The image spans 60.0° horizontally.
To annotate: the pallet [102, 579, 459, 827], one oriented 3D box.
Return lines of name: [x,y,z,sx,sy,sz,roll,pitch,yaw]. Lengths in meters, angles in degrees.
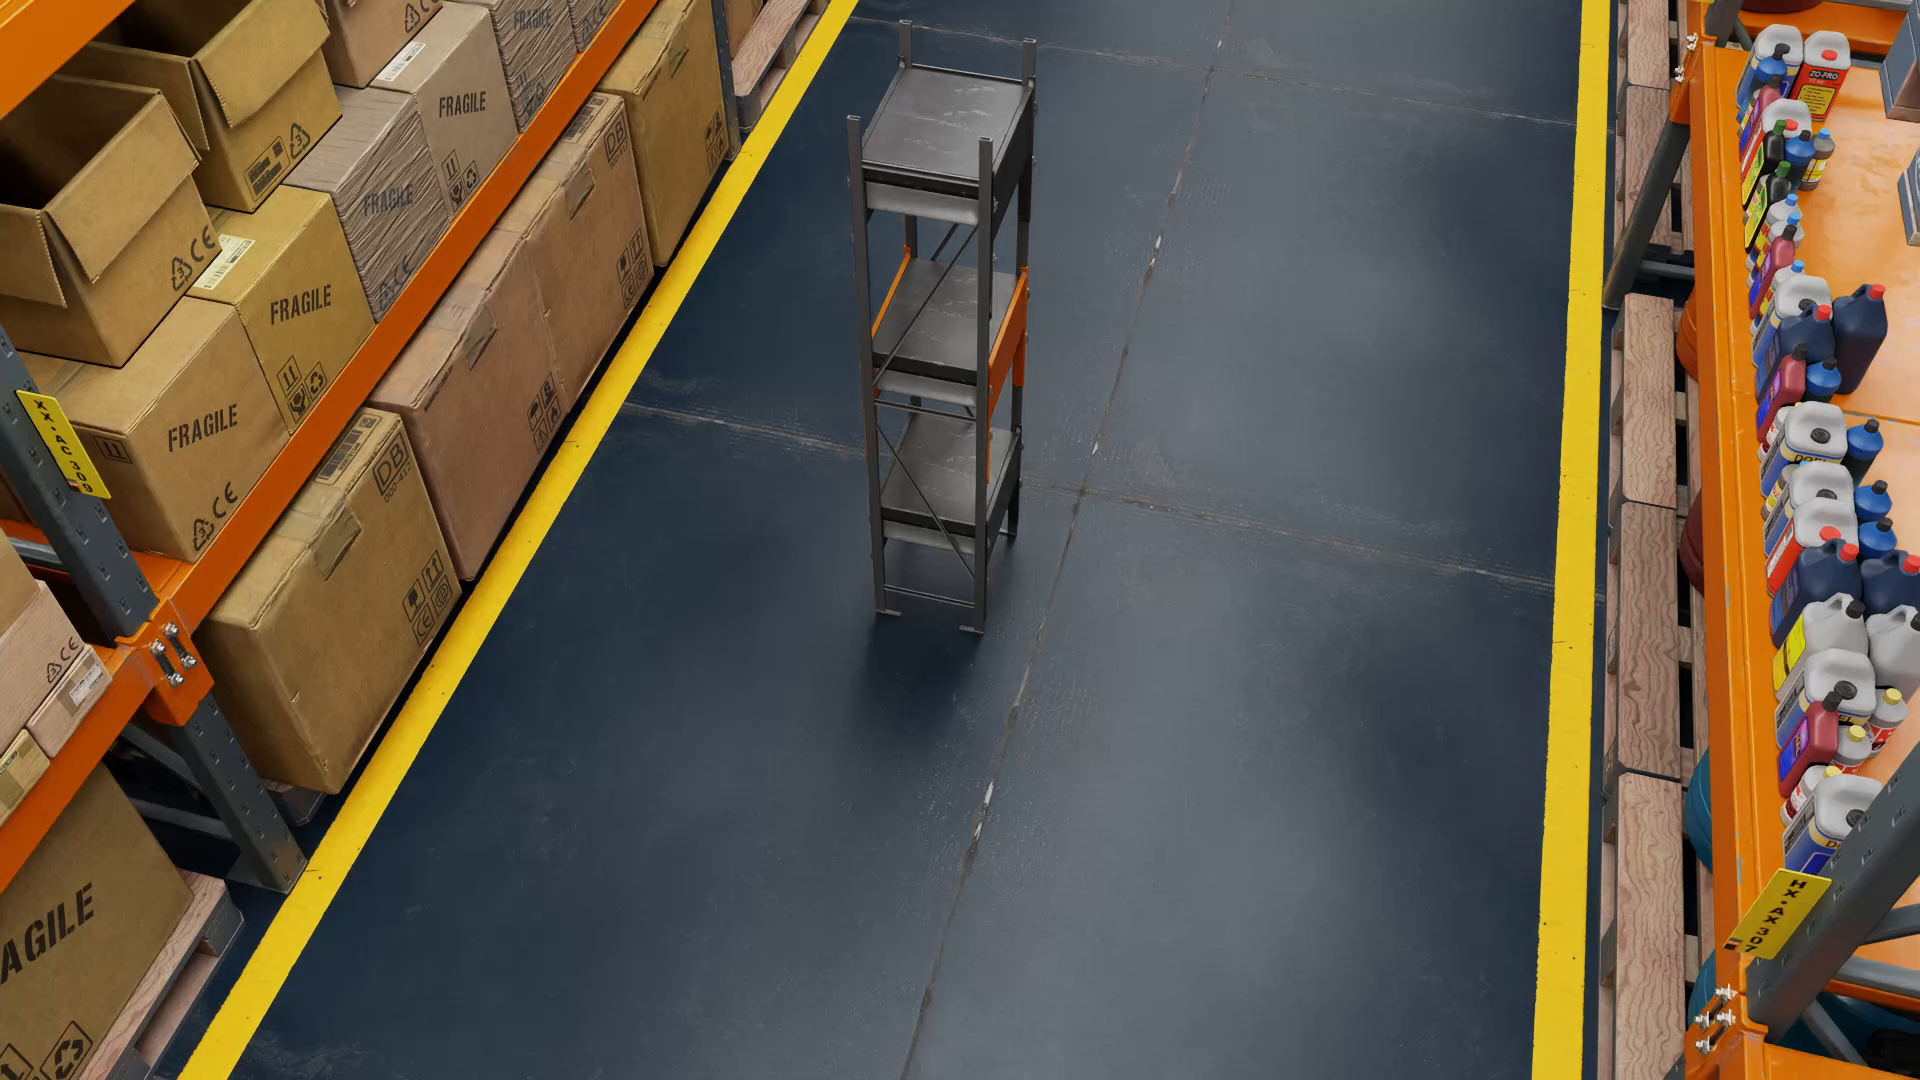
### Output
pallet: [-2.456,0.339,5.810,1.003,0.211,1.213,12,50,10]

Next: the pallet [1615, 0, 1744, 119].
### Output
pallet: [3.809,-2.436,8.259,1.003,0.211,1.213,12,50,10]

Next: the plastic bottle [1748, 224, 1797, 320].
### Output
plastic bottle: [2.471,-0.812,5.044,0.061,0.283,0.133,12,50,10]

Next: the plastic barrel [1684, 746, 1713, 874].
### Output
plastic barrel: [2.538,0.620,4.822,0.600,0.901,0.708,12,50,10]

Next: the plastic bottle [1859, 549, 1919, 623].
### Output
plastic bottle: [2.306,0.148,4.151,0.144,0.351,0.185,12,50,10]

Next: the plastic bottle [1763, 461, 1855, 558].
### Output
plastic bottle: [2.248,-0.067,4.392,0.152,0.276,0.135,12,50,10]

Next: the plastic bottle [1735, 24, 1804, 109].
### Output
plastic bottle: [2.819,-1.636,5.776,0.152,0.276,0.135,12,50,10]

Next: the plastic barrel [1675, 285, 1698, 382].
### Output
plastic barrel: [3.133,-0.990,6.291,0.600,0.830,0.708,12,50,10]

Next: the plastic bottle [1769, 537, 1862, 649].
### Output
plastic bottle: [2.167,0.120,4.176,0.144,0.351,0.185,12,50,10]

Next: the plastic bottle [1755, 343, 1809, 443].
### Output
plastic bottle: [2.326,-0.414,4.692,0.061,0.283,0.133,12,50,10]

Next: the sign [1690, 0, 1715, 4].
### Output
sign: [2.712,-2.084,5.980,0.100,0.325,0.005,12,50,10]

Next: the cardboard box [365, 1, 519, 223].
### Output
cardboard box: [-1.829,-1.428,5.443,0.500,0.500,0.500,12,50,11]

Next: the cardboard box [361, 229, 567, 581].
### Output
cardboard box: [-2.203,-0.560,5.881,1.225,0.875,0.875,10,49,9]

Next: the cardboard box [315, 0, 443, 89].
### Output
cardboard box: [-2.086,-1.786,5.090,0.797,0.503,0.637,13,50,11]

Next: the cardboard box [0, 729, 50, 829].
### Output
cardboard box: [-2.418,0.544,3.936,0.380,0.149,0.250,12,50,11]

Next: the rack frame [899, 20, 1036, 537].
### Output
rack frame: [0.021,-0.752,5.513,0.400,2.100,0.015,12,50,10]

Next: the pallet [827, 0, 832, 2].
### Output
pallet: [-1.003,-3.426,9.133,1.003,0.211,1.213,12,50,10]

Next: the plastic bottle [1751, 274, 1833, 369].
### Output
plastic bottle: [2.454,-0.633,4.891,0.152,0.276,0.135,12,50,10]

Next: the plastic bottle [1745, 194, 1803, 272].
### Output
plastic bottle: [2.545,-0.958,5.181,0.097,0.271,0.097,0,49,0]

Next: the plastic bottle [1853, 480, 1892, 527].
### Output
plastic bottle: [2.374,-0.055,4.383,0.097,0.271,0.097,0,49,0]

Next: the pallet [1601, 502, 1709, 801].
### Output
pallet: [2.755,0.454,5.708,1.003,0.211,1.213,12,50,10]

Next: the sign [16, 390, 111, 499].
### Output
sign: [-2.050,-0.215,3.809,0.100,0.325,0.005,12,50,10]

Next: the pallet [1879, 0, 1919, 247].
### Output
pallet: [2.304,-0.550,2.860,1.213,0.211,1.003,12,50,10]

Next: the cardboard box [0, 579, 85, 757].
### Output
cardboard box: [-2.449,0.312,3.876,0.500,0.250,0.500,11,49,9]

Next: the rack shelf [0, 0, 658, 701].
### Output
rack shelf: [-2.060,-1.219,5.805,1.077,0.370,4.000,12,50,10]

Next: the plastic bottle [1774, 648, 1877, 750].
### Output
plastic bottle: [2.080,0.395,3.984,0.152,0.276,0.135,12,50,10]

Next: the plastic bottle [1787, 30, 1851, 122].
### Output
plastic bottle: [2.966,-1.606,5.750,0.152,0.276,0.135,12,50,10]

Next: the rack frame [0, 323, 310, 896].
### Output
rack frame: [-2.586,-0.011,4.259,1.000,3.000,0.127,12,50,10]

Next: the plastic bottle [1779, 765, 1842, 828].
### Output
plastic bottle: [1.988,0.594,3.857,0.097,0.201,0.097,0,49,0]

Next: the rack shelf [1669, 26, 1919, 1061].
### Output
rack shelf: [2.719,-0.242,4.943,1.077,0.370,4.000,12,50,10]

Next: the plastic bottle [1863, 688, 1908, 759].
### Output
plastic bottle: [2.205,0.431,4.002,0.097,0.201,0.097,0,49,0]

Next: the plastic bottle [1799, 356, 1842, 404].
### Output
plastic bottle: [2.407,-0.407,4.695,0.097,0.271,0.097,0,49,0]

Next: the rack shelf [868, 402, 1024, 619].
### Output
rack shelf: [-0.044,-0.103,5.892,0.431,0.518,0.480,12,50,10]

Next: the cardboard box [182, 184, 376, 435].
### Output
cardboard box: [-2.092,-0.691,4.792,0.500,0.500,0.500,12,50,10]

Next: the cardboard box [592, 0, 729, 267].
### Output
cardboard box: [-1.735,-1.845,7.014,1.225,0.875,0.875,9,49,8]

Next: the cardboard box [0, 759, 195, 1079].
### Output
cardboard box: [-2.837,1.015,4.490,0.875,0.875,0.875,12,50,10]

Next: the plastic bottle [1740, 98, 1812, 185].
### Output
plastic bottle: [2.697,-1.302,5.481,0.152,0.276,0.135,12,50,10]

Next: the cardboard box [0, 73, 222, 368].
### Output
cardboard box: [-2.426,-0.839,4.254,0.797,0.503,0.637,10,49,9]

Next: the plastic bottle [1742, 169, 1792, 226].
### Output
plastic bottle: [2.605,-1.102,5.354,0.097,0.201,0.097,0,49,0]

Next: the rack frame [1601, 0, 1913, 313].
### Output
rack frame: [3.245,-1.926,5.950,1.000,3.000,0.127,12,50,10]

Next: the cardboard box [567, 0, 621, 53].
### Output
cardboard box: [-1.561,-2.172,6.099,0.500,0.500,0.500,11,50,10]

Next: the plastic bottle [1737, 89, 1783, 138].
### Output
plastic bottle: [2.737,-1.463,5.673,0.097,0.201,0.097,0,49,0]

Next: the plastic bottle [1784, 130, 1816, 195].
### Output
plastic bottle: [2.699,-1.210,5.403,0.097,0.271,0.097,0,49,0]

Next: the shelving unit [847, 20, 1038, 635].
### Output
shelving unit: [-0.044,-0.575,5.357,0.431,2.100,0.503,12,50,10]

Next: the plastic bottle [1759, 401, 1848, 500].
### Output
plastic bottle: [2.309,-0.235,4.540,0.152,0.276,0.135,12,50,10]
